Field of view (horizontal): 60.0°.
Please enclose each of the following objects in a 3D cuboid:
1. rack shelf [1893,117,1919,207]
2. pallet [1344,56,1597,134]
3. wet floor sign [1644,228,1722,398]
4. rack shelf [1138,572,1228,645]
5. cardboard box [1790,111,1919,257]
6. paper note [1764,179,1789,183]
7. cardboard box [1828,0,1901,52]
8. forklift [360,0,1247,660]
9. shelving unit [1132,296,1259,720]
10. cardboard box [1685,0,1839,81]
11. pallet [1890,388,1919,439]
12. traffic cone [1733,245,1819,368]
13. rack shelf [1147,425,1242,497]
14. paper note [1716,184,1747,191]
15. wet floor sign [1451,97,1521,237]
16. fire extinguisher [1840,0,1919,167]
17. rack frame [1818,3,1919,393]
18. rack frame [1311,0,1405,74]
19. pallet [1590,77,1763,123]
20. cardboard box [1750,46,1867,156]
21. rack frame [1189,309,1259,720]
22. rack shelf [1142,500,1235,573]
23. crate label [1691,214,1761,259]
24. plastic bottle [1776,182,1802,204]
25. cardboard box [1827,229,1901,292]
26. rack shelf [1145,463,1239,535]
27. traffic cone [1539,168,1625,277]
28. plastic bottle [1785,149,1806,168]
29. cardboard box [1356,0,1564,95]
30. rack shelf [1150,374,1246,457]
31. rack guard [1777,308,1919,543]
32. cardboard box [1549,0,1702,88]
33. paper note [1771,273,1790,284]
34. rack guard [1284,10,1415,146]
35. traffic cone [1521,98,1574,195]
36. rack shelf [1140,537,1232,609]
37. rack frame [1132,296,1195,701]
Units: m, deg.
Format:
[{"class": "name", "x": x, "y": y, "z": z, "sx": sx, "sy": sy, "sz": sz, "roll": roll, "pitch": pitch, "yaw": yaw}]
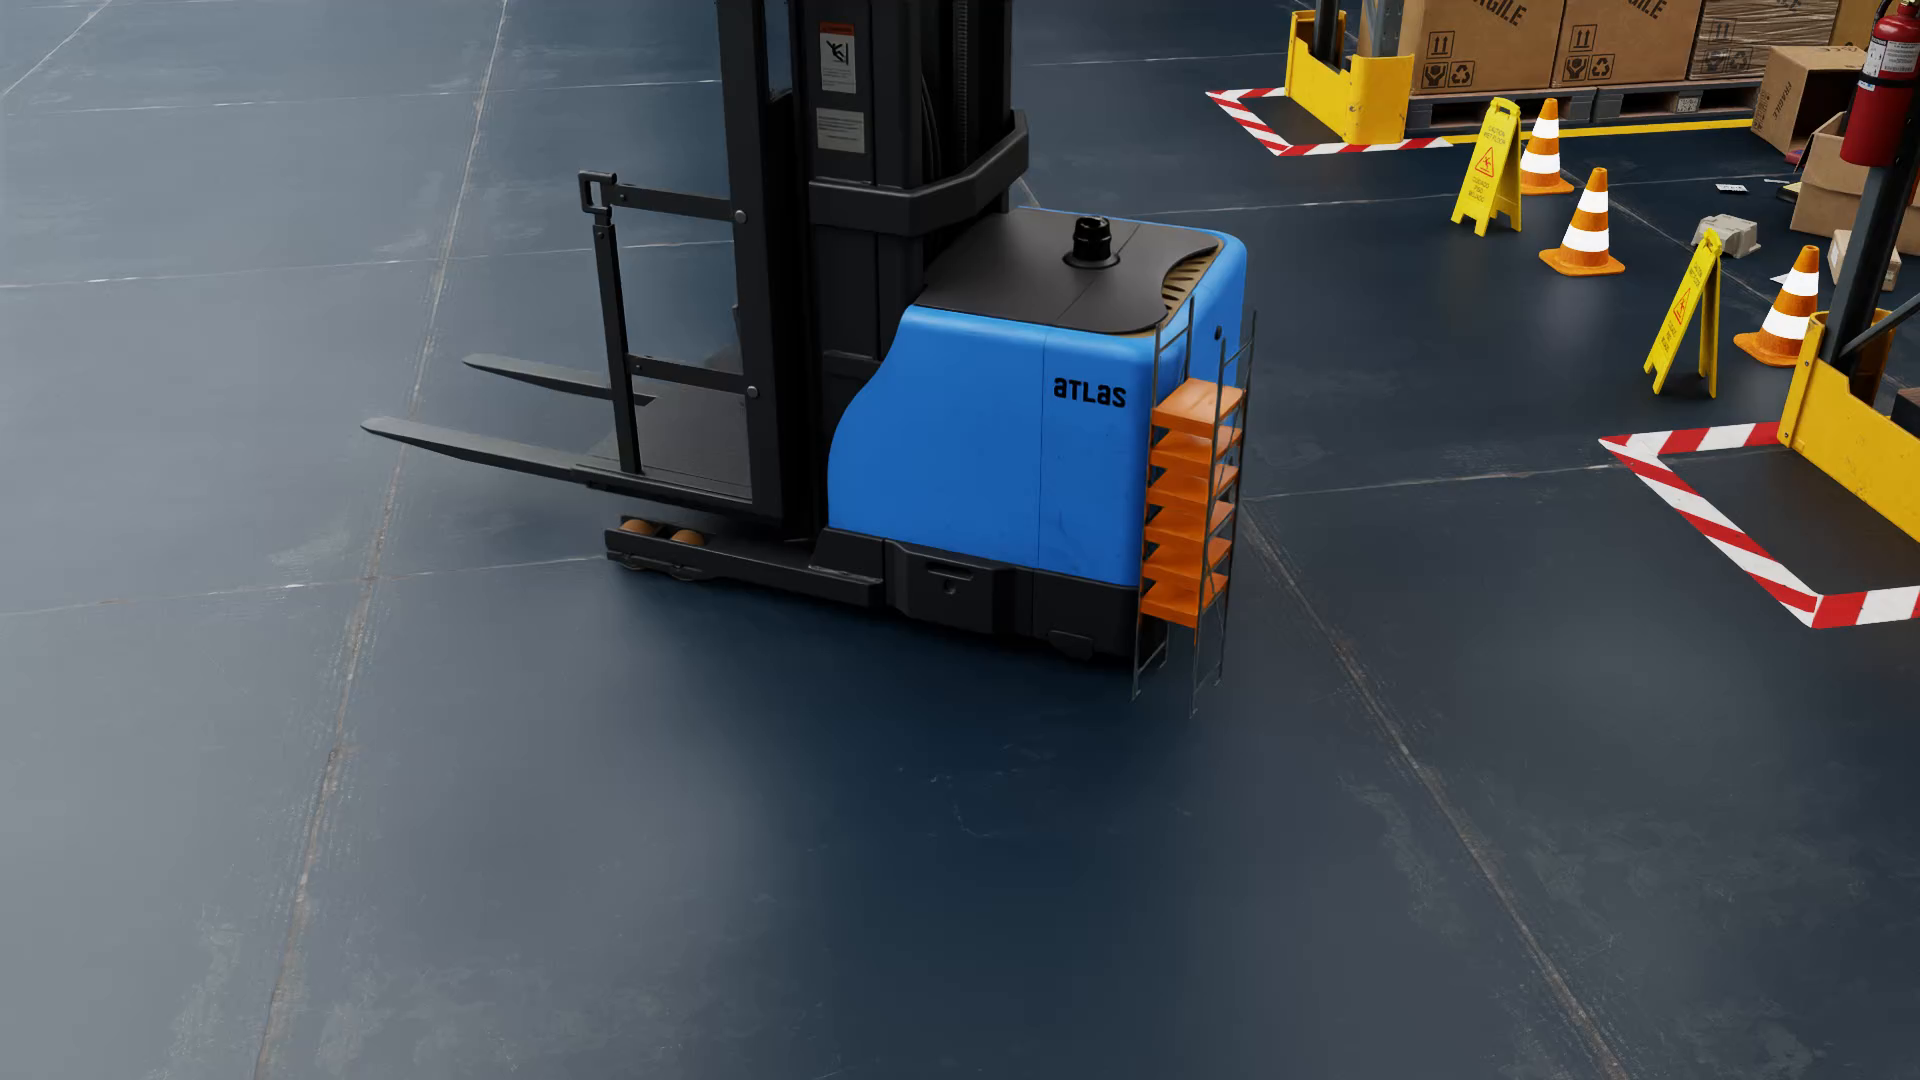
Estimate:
[{"class": "rack shelf", "x": 5.309, "y": -1.297, "z": 5.706, "sx": 4.000, "sy": 0.370, "sz": 1.077, "roll": -5, "pitch": 31, "yaw": -9}, {"class": "pallet", "x": 3.123, "y": -2.793, "z": 10.292, "sx": 1.213, "sy": 0.211, "sz": 1.003, "roll": -5, "pitch": 31, "yaw": -9}, {"class": "wet floor sign", "x": 2.962, "y": -0.926, "z": 6.688, "sx": 0.232, "sy": 0.644, "sz": 0.267, "roll": 5, "pitch": 31, "yaw": 8}, {"class": "rack shelf", "x": 0.653, "y": 0.177, "z": 4.827, "sx": 0.180, "sy": 0.103, "sz": 0.258, "roll": 17, "pitch": 34, "yaw": 26}, {"class": "cardboard box", "x": 4.613, "y": -1.771, "z": 8.265, "sx": 0.797, "sy": 0.503, "sz": 0.637, "roll": 23, "pitch": 37, "yaw": 33}, {"class": "paper note", "x": 4.453, "y": -1.955, "z": 9.065, "sx": 0.123, "sy": 0.001, "sz": 0.032, "roll": 10, "pitch": 32, "yaw": 17}, {"class": "cardboard box", "x": 5.654, "y": -3.491, "z": 10.410, "sx": 0.875, "sy": 0.875, "sz": 0.875, "roll": -5, "pitch": 31, "yaw": -8}, {"class": "forklift", "x": -0.644, "y": -1.362, "z": 5.174, "sx": 3.031, "sy": 2.935, "sz": 1.130, "roll": 11, "pitch": 32, "yaw": 18}, {"class": "shelving unit", "x": 0.653, "y": -0.068, "z": 4.683, "sx": 0.189, "sy": 1.200, "sz": 0.258, "roll": 17, "pitch": 34, "yaw": 26}, {"class": "cardboard box", "x": 4.768, "y": -3.407, "z": 10.266, "sx": 0.875, "sy": 0.875, "sz": 0.875, "roll": -5, "pitch": 31, "yaw": -9}, {"class": "pallet", "x": 4.222, "y": -0.286, "z": 6.028, "sx": 1.213, "sy": 0.211, "sz": 1.003, "roll": -5, "pitch": 31, "yaw": -9}, {"class": "traffic cone", "x": 3.532, "y": -1.013, "z": 7.017, "sx": 0.334, "sy": 0.463, "sz": 0.336, "roll": -5, "pitch": 31, "yaw": -9}, {"class": "rack shelf", "x": 0.653, "y": -0.237, "z": 4.584, "sx": 0.180, "sy": 0.103, "sz": 0.258, "roll": 17, "pitch": 34, "yaw": 26}, {"class": "paper note", "x": 4.158, "y": -1.896, "z": 8.945, "sx": 0.142, "sy": 0.017, "sz": 0.144, "roll": 5, "pitch": 31, "yaw": 8}, {"class": "wet floor sign", "x": 2.678, "y": -1.879, "z": 8.308, "sx": 0.232, "sy": 0.644, "sz": 0.267, "roll": -11, "pitch": 32, "yaw": -17}, {"class": "fire extinguisher", "x": 3.146, "y": -1.610, "z": 5.606, "sx": 0.183, "sy": 0.674, "sz": 0.296, "roll": -5, "pitch": 31, "yaw": -9}, {"class": "rack frame", "x": 3.341, "y": -1.424, "z": 5.213, "sx": 0.127, "sy": 3.000, "sz": 1.000, "roll": -5, "pitch": 31, "yaw": -9}, {"class": "rack frame", "x": 2.350, "y": -3.883, "z": 9.395, "sx": 0.127, "sy": 3.000, "sz": 1.000, "roll": -5, "pitch": 31, "yaw": -9}, {"class": "pallet", "x": 4.320, "y": -2.903, "z": 10.479, "sx": 1.213, "sy": 0.211, "sz": 1.003, "roll": -5, "pitch": 31, "yaw": -9}, {"class": "cardboard box", "x": 4.943, "y": -2.519, "z": 9.538, "sx": 0.500, "sy": 0.500, "sz": 0.500, "roll": 0, "pitch": 30, "yaw": 0}, {"class": "rack frame", "x": 0.732, "y": -0.045, "z": 4.643, "sx": 0.006, "sy": 1.200, "sz": 0.240, "roll": 17, "pitch": 34, "yaw": 26}, {"class": "rack shelf", "x": 0.653, "y": -0.030, "z": 4.705, "sx": 0.180, "sy": 0.103, "sz": 0.258, "roll": 17, "pitch": 34, "yaw": 26}, {"class": "crate label", "x": 3.760, "y": -1.498, "z": 8.162, "sx": 0.298, "sy": 0.136, "sz": 0.250, "roll": -23, "pitch": 38, "yaw": -34}, {"class": "plastic bottle", "x": 4.490, "y": -1.856, "z": 8.846, "sx": 0.283, "sy": 0.061, "sz": 0.133, "roll": -17, "pitch": 34, "yaw": -26}, {"class": "cardboard box", "x": 4.266, "y": -1.322, "z": 7.852, "sx": 0.250, "sy": 0.149, "sz": 0.380, "roll": 10, "pitch": 32, "yaw": 17}, {"class": "rack shelf", "x": 0.653, "y": -0.134, "z": 4.644, "sx": 0.180, "sy": 0.103, "sz": 0.258, "roll": 17, "pitch": 34, "yaw": 26}, {"class": "traffic cone", "x": 2.998, "y": -1.536, "z": 7.905, "sx": 0.334, "sy": 0.463, "sz": 0.336, "roll": -5, "pitch": 31, "yaw": -9}, {"class": "plastic bottle", "x": 4.770, "y": -2.108, "z": 9.274, "sx": 0.133, "sy": 0.061, "sz": 0.283, "roll": -17, "pitch": 34, "yaw": -26}, {"class": "cardboard box", "x": 3.005, "y": -3.243, "z": 9.988, "sx": 0.875, "sy": 0.875, "sz": 0.875, "roll": -5, "pitch": 31, "yaw": -9}, {"class": "rack shelf", "x": 0.653, "y": -0.340, "z": 4.523, "sx": 0.180, "sy": 0.103, "sz": 0.258, "roll": 17, "pitch": 34, "yaw": 26}, {"class": "rack guard", "x": 3.416, "y": -0.354, "z": 5.859, "sx": 0.348, "sy": 0.500, "sz": 1.175, "roll": -5, "pitch": 31, "yaw": -9}, {"class": "cardboard box", "x": 3.871, "y": -3.325, "z": 10.127, "sx": 0.875, "sy": 0.875, "sz": 0.875, "roll": -6, "pitch": 31, "yaw": -10}, {"class": "paper note", "x": 3.913, "y": -1.223, "z": 7.800, "sx": 0.142, "sy": 0.019, "sz": 0.148, "roll": -17, "pitch": 34, "yaw": -26}, {"class": "rack guard", "x": 2.327, "y": -2.804, "z": 10.025, "sx": 0.348, "sy": 0.500, "sz": 1.175, "roll": -5, "pitch": 31, "yaw": -9}, {"class": "traffic cone", "x": 3.128, "y": -2.130, "z": 8.916, "sx": 0.334, "sy": 0.463, "sz": 0.336, "roll": -5, "pitch": 31, "yaw": -9}, {"class": "rack shelf", "x": 0.653, "y": 0.073, "z": 4.766, "sx": 0.180, "sy": 0.103, "sz": 0.258, "roll": 17, "pitch": 34, "yaw": 26}, {"class": "rack frame", "x": 0.574, "y": -0.092, "z": 4.723, "sx": 0.006, "sy": 1.200, "sz": 0.240, "roll": 17, "pitch": 34, "yaw": 26}]
